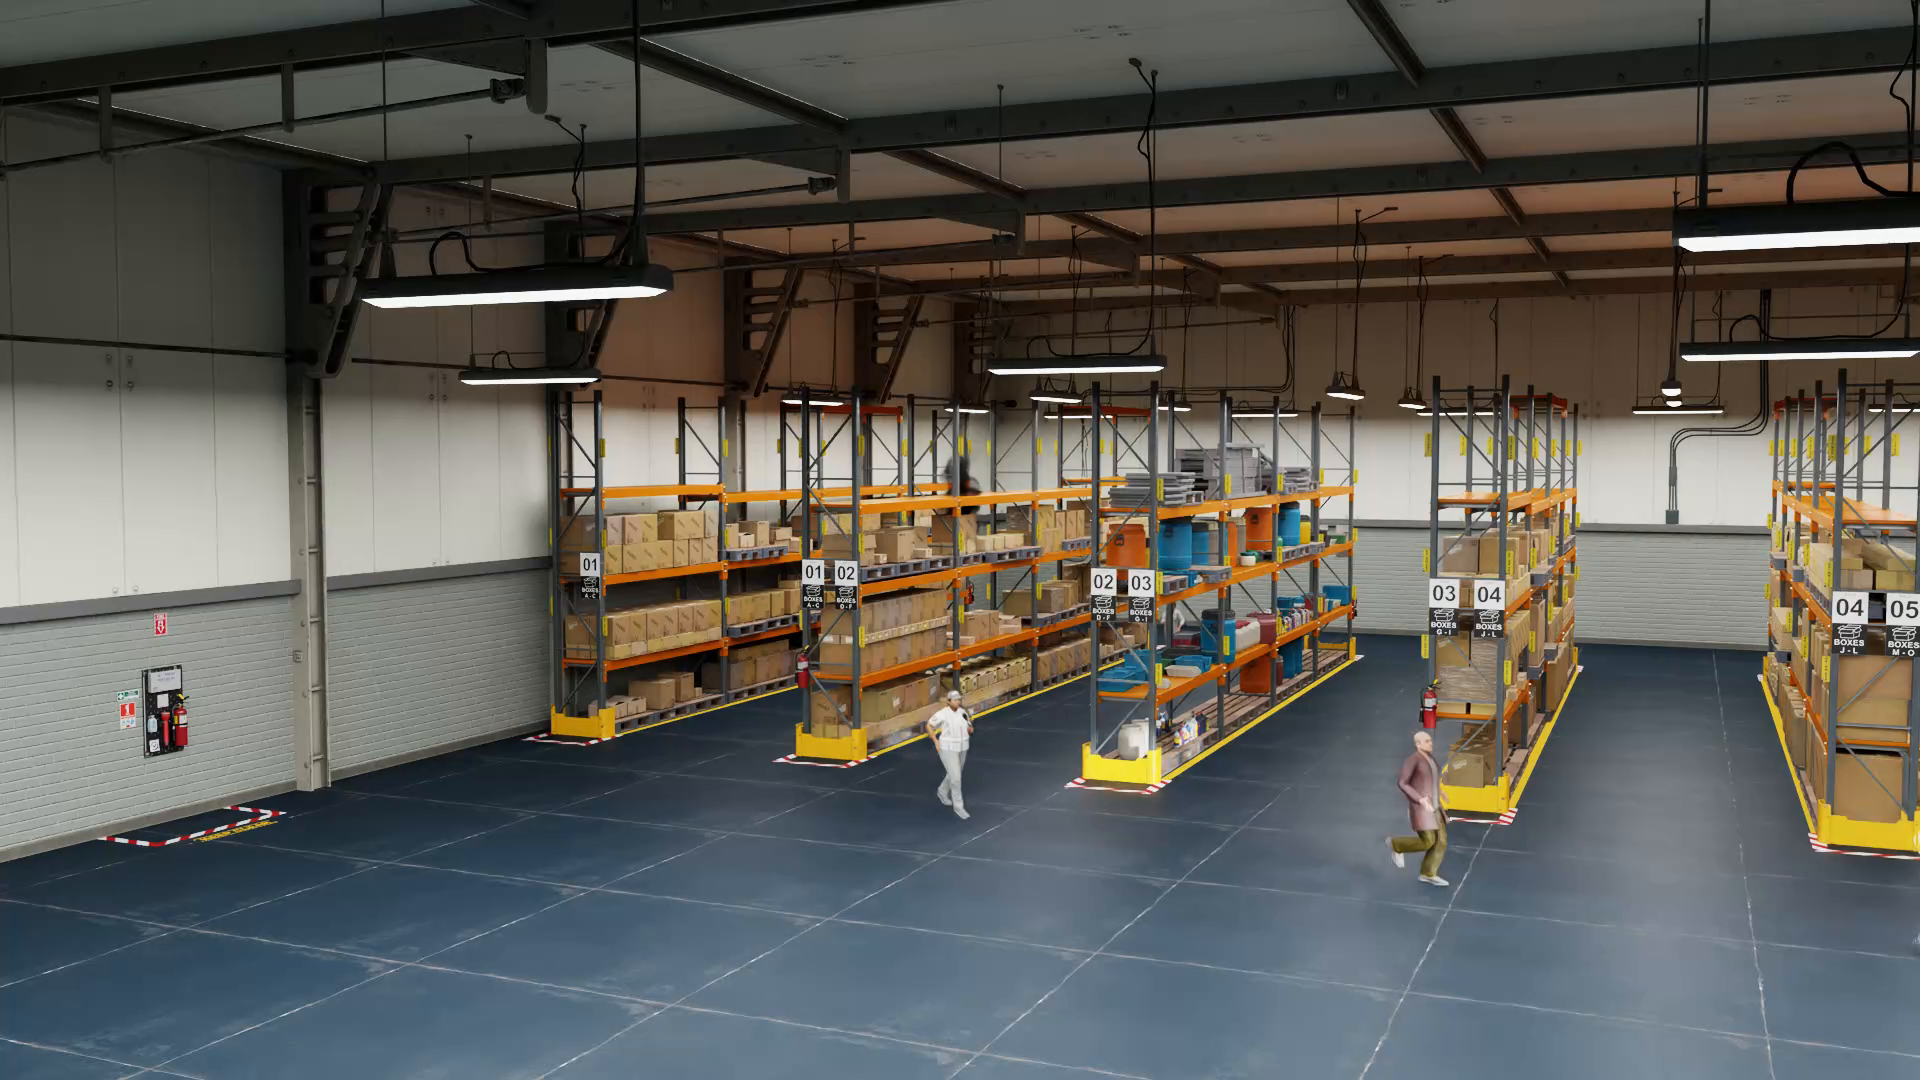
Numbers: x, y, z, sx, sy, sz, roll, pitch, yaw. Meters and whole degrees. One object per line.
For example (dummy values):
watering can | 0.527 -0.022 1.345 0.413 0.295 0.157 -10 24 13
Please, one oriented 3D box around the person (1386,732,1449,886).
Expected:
person | 5.319 3.078 19.194 0.711 1.743 0.756 -3 4 -42

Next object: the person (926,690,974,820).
person | -0.087 2.902 22.751 0.594 1.696 0.858 -3 4 -40

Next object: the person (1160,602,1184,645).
person | 4.767 2.137 37.481 0.515 1.604 0.625 1 3 17
